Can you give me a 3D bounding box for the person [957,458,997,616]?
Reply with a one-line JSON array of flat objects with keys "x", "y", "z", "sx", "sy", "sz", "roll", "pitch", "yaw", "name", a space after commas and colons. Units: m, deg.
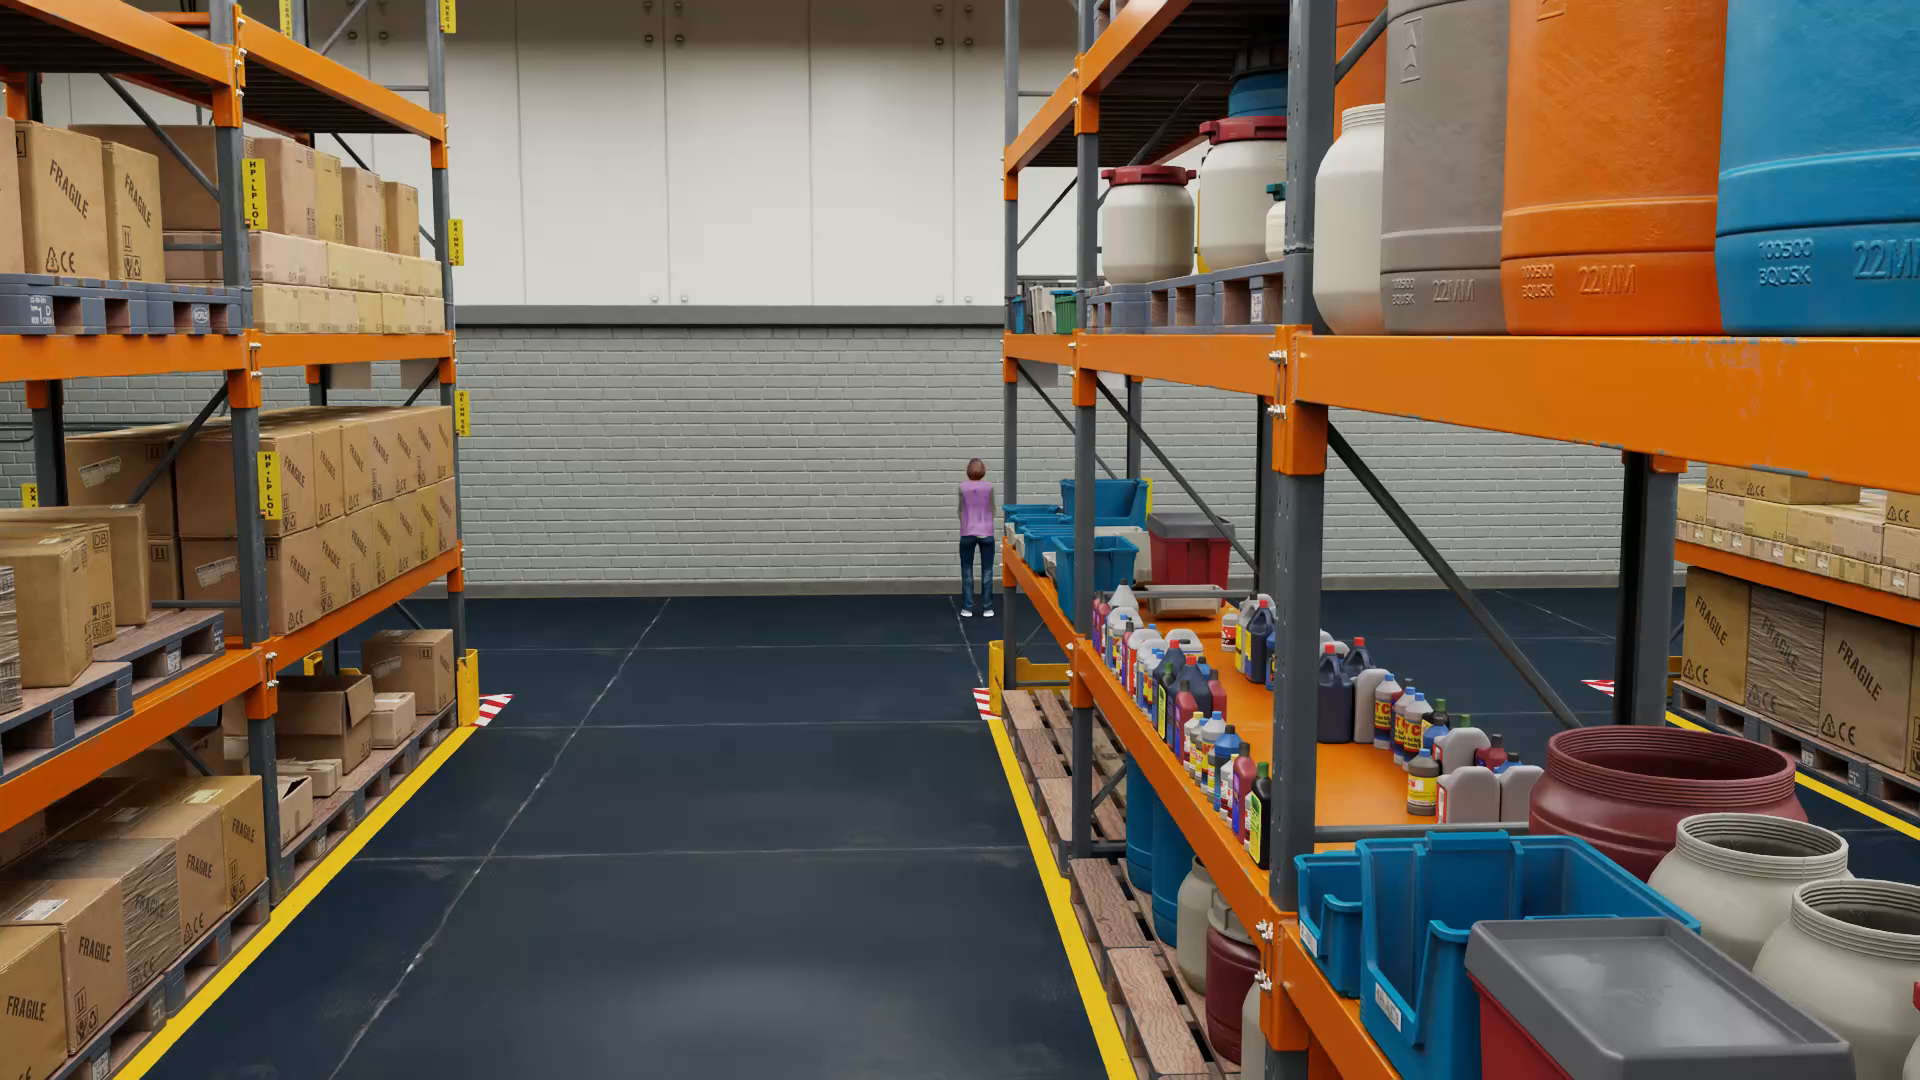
[{"x": 0.168, "y": -0.036, "z": 16.614, "sx": 0.401, "sy": 1.596, "sz": 0.495, "roll": 0, "pitch": 7, "yaw": 0, "name": "person"}]
